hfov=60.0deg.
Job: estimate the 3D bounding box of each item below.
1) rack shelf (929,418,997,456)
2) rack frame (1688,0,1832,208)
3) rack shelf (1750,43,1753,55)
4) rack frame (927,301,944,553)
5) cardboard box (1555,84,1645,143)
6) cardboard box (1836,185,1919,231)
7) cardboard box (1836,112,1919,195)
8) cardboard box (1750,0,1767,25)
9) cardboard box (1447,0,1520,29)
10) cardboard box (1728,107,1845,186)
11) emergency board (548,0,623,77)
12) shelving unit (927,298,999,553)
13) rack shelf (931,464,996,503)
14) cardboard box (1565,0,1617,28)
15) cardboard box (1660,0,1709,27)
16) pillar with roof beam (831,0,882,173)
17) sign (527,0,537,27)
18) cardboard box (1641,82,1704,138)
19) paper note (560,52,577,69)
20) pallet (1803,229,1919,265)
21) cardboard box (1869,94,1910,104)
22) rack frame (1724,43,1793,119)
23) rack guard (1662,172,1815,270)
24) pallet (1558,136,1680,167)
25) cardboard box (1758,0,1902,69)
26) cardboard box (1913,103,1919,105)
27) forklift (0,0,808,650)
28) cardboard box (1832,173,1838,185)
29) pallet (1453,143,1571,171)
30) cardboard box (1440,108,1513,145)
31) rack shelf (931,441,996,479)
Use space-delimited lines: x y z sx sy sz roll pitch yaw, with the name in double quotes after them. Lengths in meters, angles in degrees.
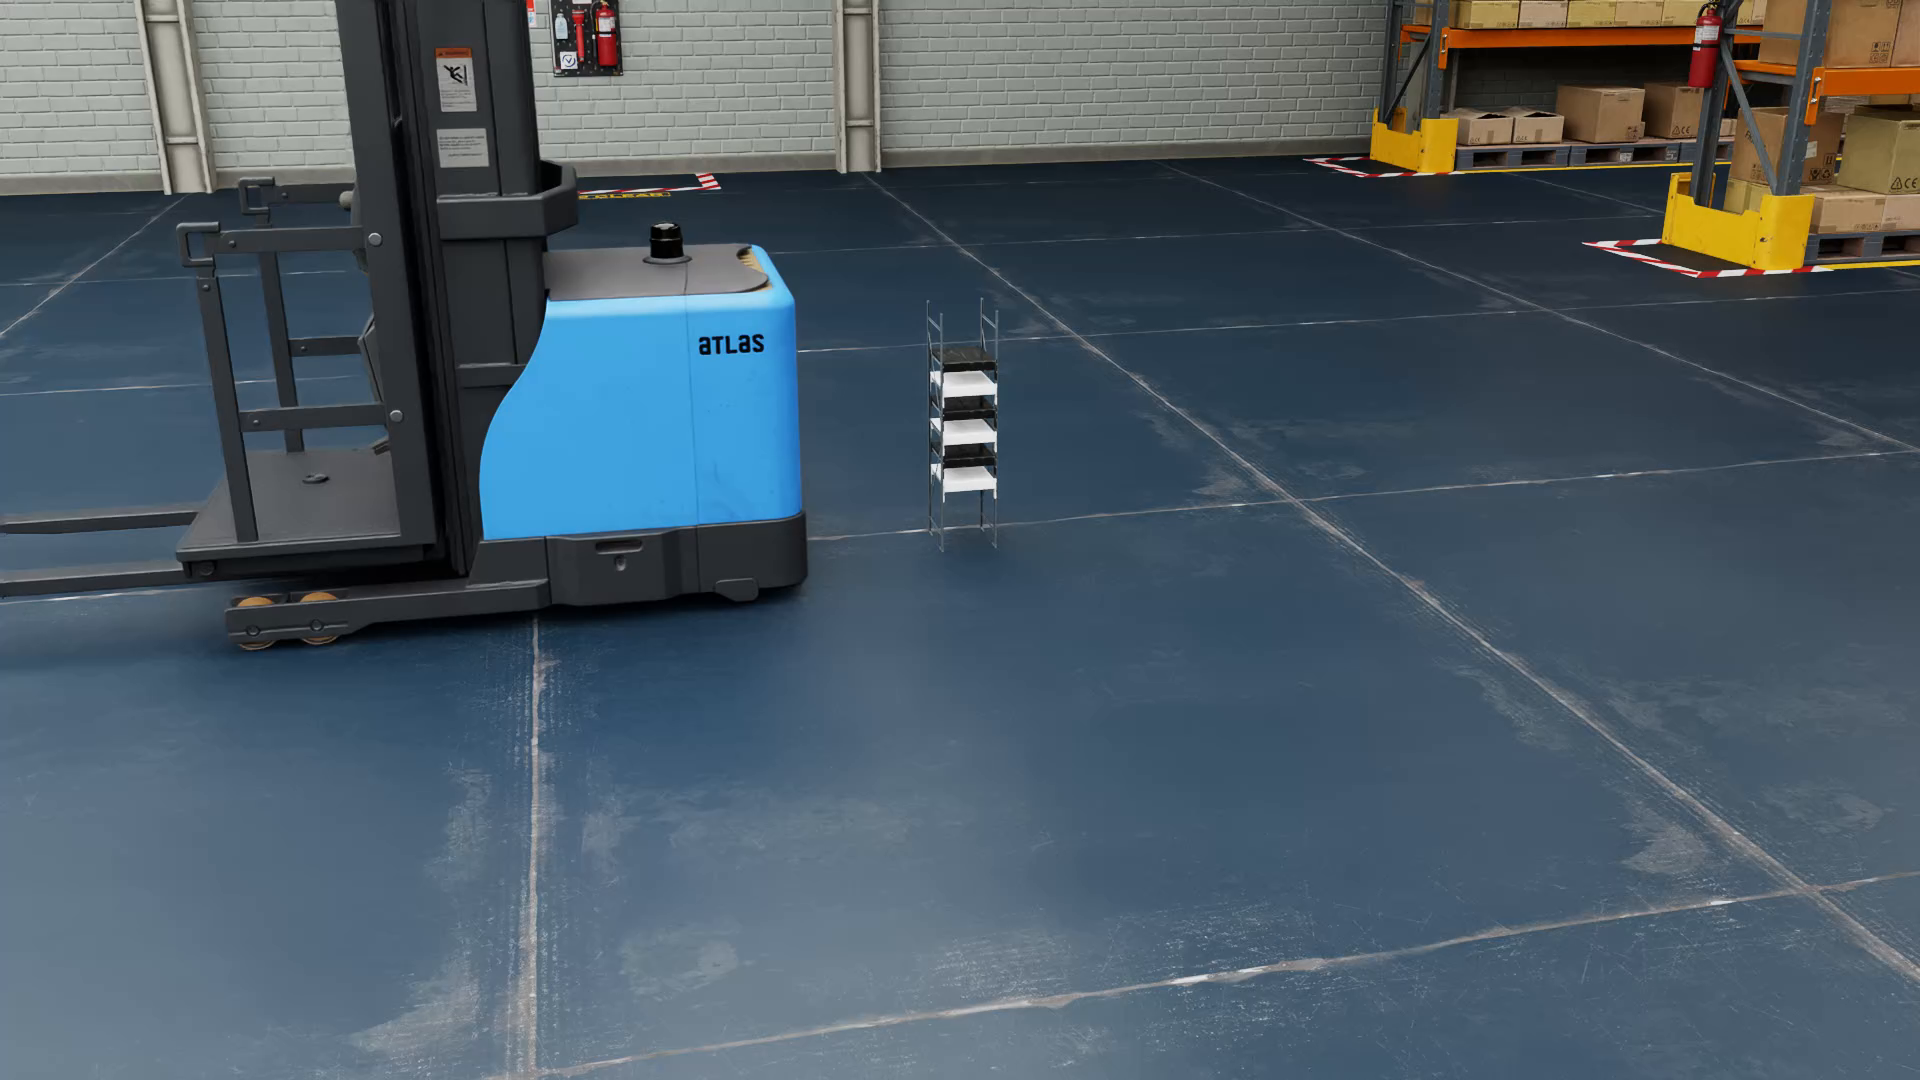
0.008 -0.392 6.173 0.200 0.077 0.258 -5 21 -12 "rack shelf"
5.520 -3.451 11.374 0.127 3.000 1.000 -5 21 -12 "rack frame"
10.216 -5.246 17.320 4.000 0.370 1.077 -5 21 -12 "rack shelf"
-0.091 -0.415 6.140 0.006 0.900 0.240 -5 21 -12 "rack frame"
6.351 -4.253 16.558 0.500 0.500 0.700 -6 21 -16 "cardboard box"
6.579 -2.366 11.799 0.500 0.250 0.500 -5 21 -12 "cardboard box"
6.580 -2.717 11.668 0.500 0.500 0.500 -5 21 -12 "cardboard box"
7.878 -5.225 16.407 0.500 0.250 0.500 -5 21 -12 "cardboard box"
4.925 -4.980 15.738 0.500 0.250 0.500 -5 21 -14 "cardboard box"
5.974 -2.851 12.034 0.500 0.500 0.500 -5 21 -12 "cardboard box"
-3.394 -4.796 15.046 0.643 1.169 0.194 -5 21 -12 "emergency board"
0.008 -0.423 6.162 0.210 0.900 0.258 -5 21 -12 "shelving unit"
0.008 -0.223 6.235 0.200 0.077 0.258 -5 21 -12 "rack shelf"
5.924 -5.064 15.968 0.500 0.250 0.500 -5 21 -13 "cardboard box"
6.906 -5.144 16.184 0.500 0.250 0.500 -5 21 -13 "cardboard box"
0.011 -6.355 10.580 0.400 9.000 9.100 -5 21 -12 "pillar with roof beam"
-3.956 -4.803 15.015 0.234 0.329 0.001 -5 21 -12 "sign"
7.269 -4.363 16.858 0.500 0.500 0.500 -6 21 -17 "cardboard box"
-3.582 -4.391 15.223 0.142 0.148 0.016 -5 21 -12 "paper note"
6.255 -2.216 12.057 1.213 0.211 1.003 -5 21 -12 "pallet"
9.473 -4.580 17.450 0.500 0.500 0.700 -5 21 -14 "cardboard box"
8.269 -5.425 16.764 0.127 3.000 1.000 -5 21 -12 "rack frame"
5.497 -2.275 11.799 0.348 0.500 1.175 -5 21 -12 "rack guard"
6.434 -3.953 16.800 1.213 0.211 1.003 -5 21 -12 "pallet"
5.978 -3.530 11.446 0.500 0.500 0.700 -5 21 -12 "cardboard box"
7.430 -2.974 12.370 0.500 0.500 0.500 -5 21 -12 "cardboard box"
-2.099 -1.221 5.388 3.031 2.935 1.130 -4 21 -12 "forklift"
6.458 -2.542 12.280 0.500 0.250 0.500 -5 21 -12 "cardboard box"
5.249 -3.858 16.539 1.213 0.211 1.003 -5 21 -12 "pallet"
5.071 -4.077 16.354 0.500 0.311 0.500 -7 21 -19 "cardboard box"
0.008 -0.307 6.204 0.200 0.077 0.258 -5 21 -12 "rack shelf"
